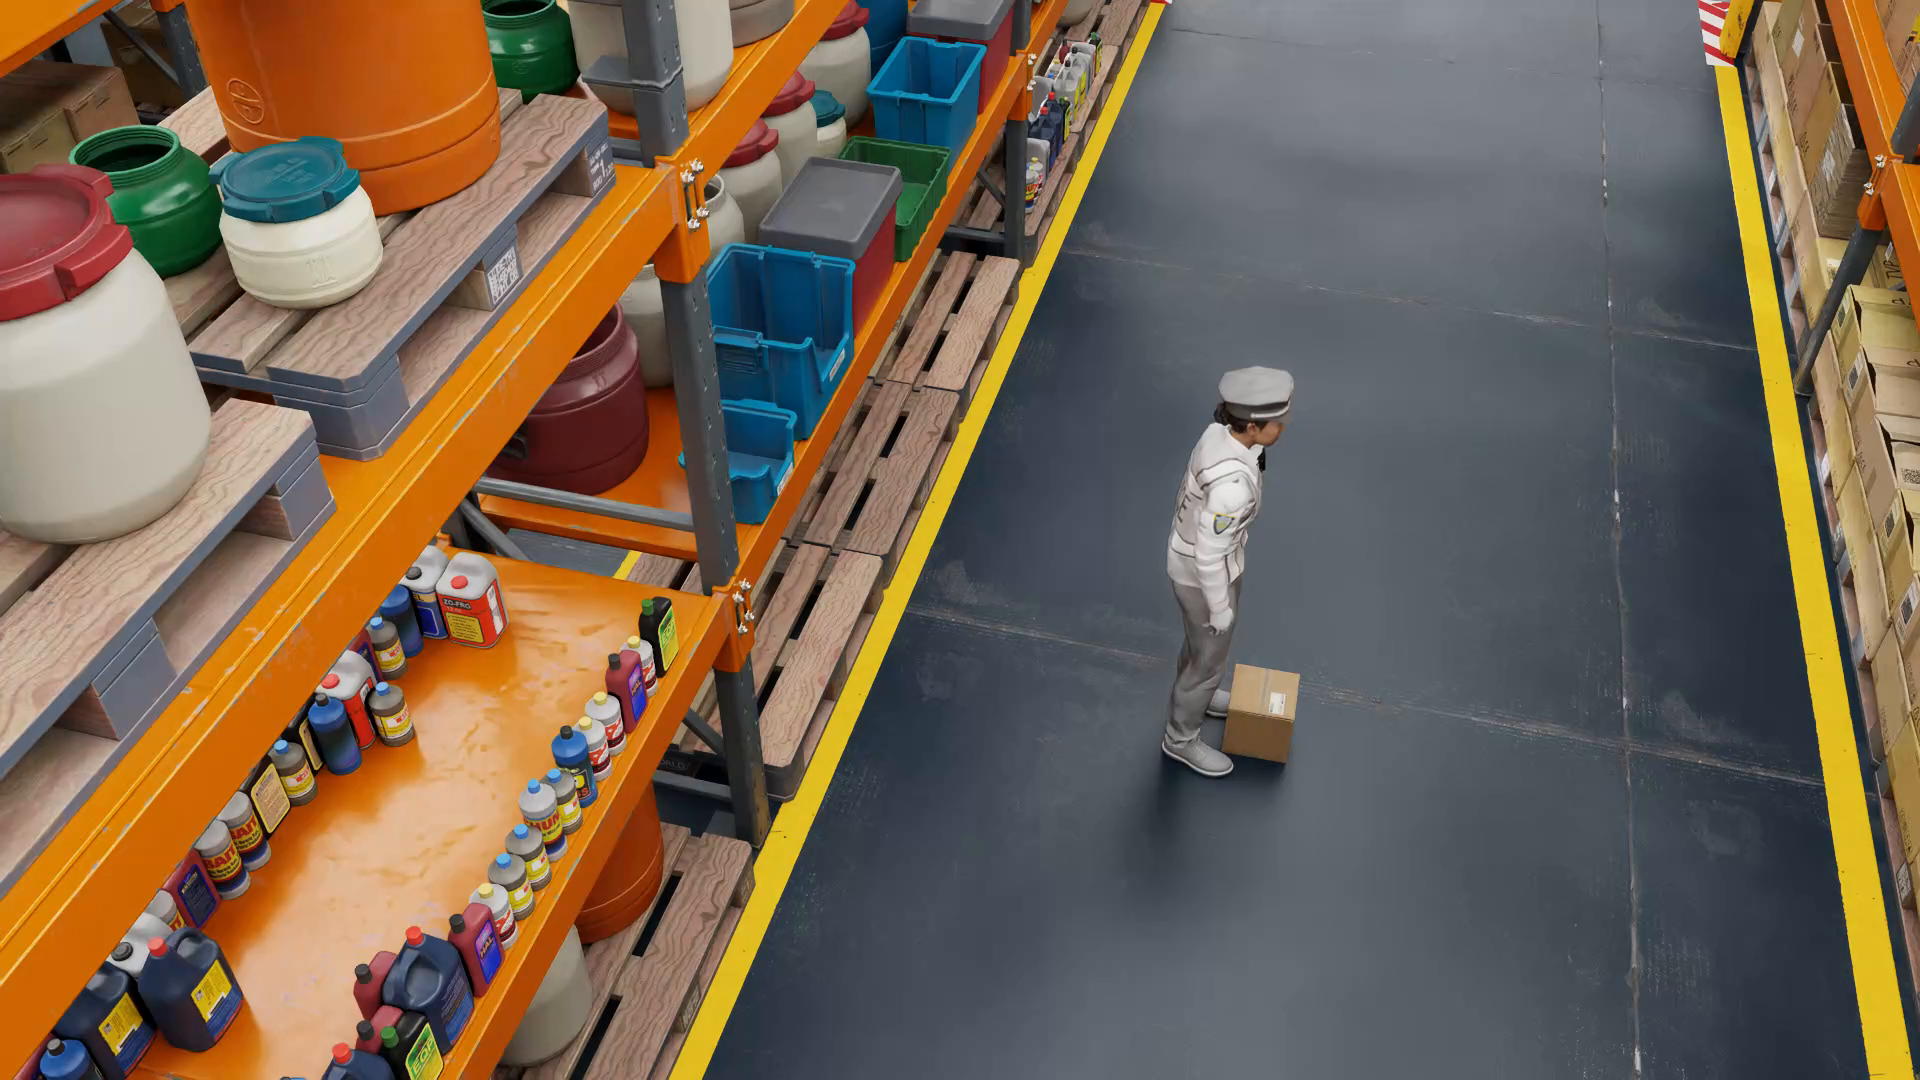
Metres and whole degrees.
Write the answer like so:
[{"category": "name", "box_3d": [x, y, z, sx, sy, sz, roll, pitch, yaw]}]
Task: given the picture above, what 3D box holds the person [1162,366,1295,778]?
[{"category": "person", "box_3d": [0.933, 0.102, 6.040, 0.376, 1.662, 0.542, 8, 42, 9]}]
